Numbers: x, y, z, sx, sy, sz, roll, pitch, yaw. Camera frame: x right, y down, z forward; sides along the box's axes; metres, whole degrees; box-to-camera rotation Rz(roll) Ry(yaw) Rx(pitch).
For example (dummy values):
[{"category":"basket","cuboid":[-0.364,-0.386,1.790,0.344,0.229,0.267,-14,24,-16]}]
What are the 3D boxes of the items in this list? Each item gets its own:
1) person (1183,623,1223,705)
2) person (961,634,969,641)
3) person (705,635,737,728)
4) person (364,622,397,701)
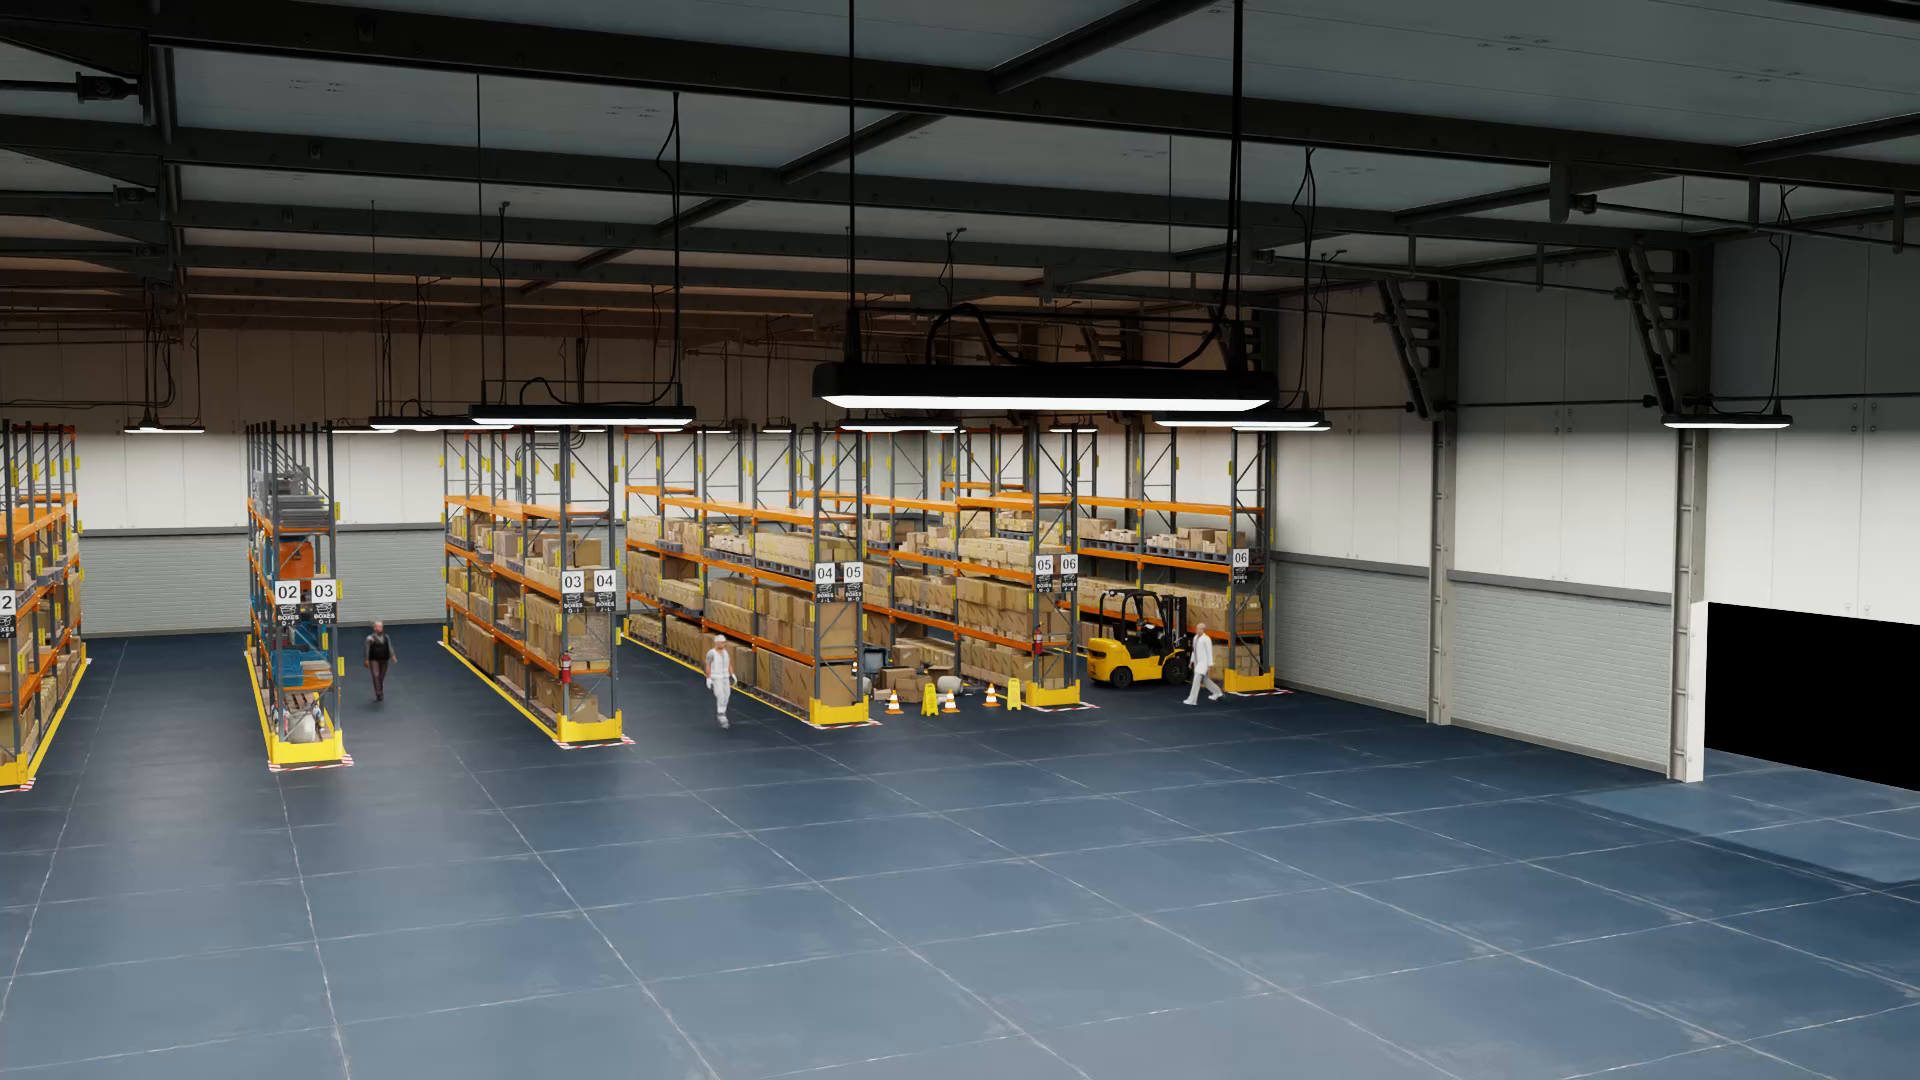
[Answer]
[{"category":"person","cuboid":[5.183,2.631,35.485,1.124,1.734,0.640,-2,4,-28]},{"category":"person","cuboid":[0.205,2.118,43.816,0.634,1.751,0.600,3,5,41]},{"category":"person","cuboid":[-4.658,2.790,32.903,0.710,1.793,0.551,3,5,43]},{"category":"person","cuboid":[-12.568,2.604,36.042,0.618,1.655,1.042,-3,4,-37]}]
